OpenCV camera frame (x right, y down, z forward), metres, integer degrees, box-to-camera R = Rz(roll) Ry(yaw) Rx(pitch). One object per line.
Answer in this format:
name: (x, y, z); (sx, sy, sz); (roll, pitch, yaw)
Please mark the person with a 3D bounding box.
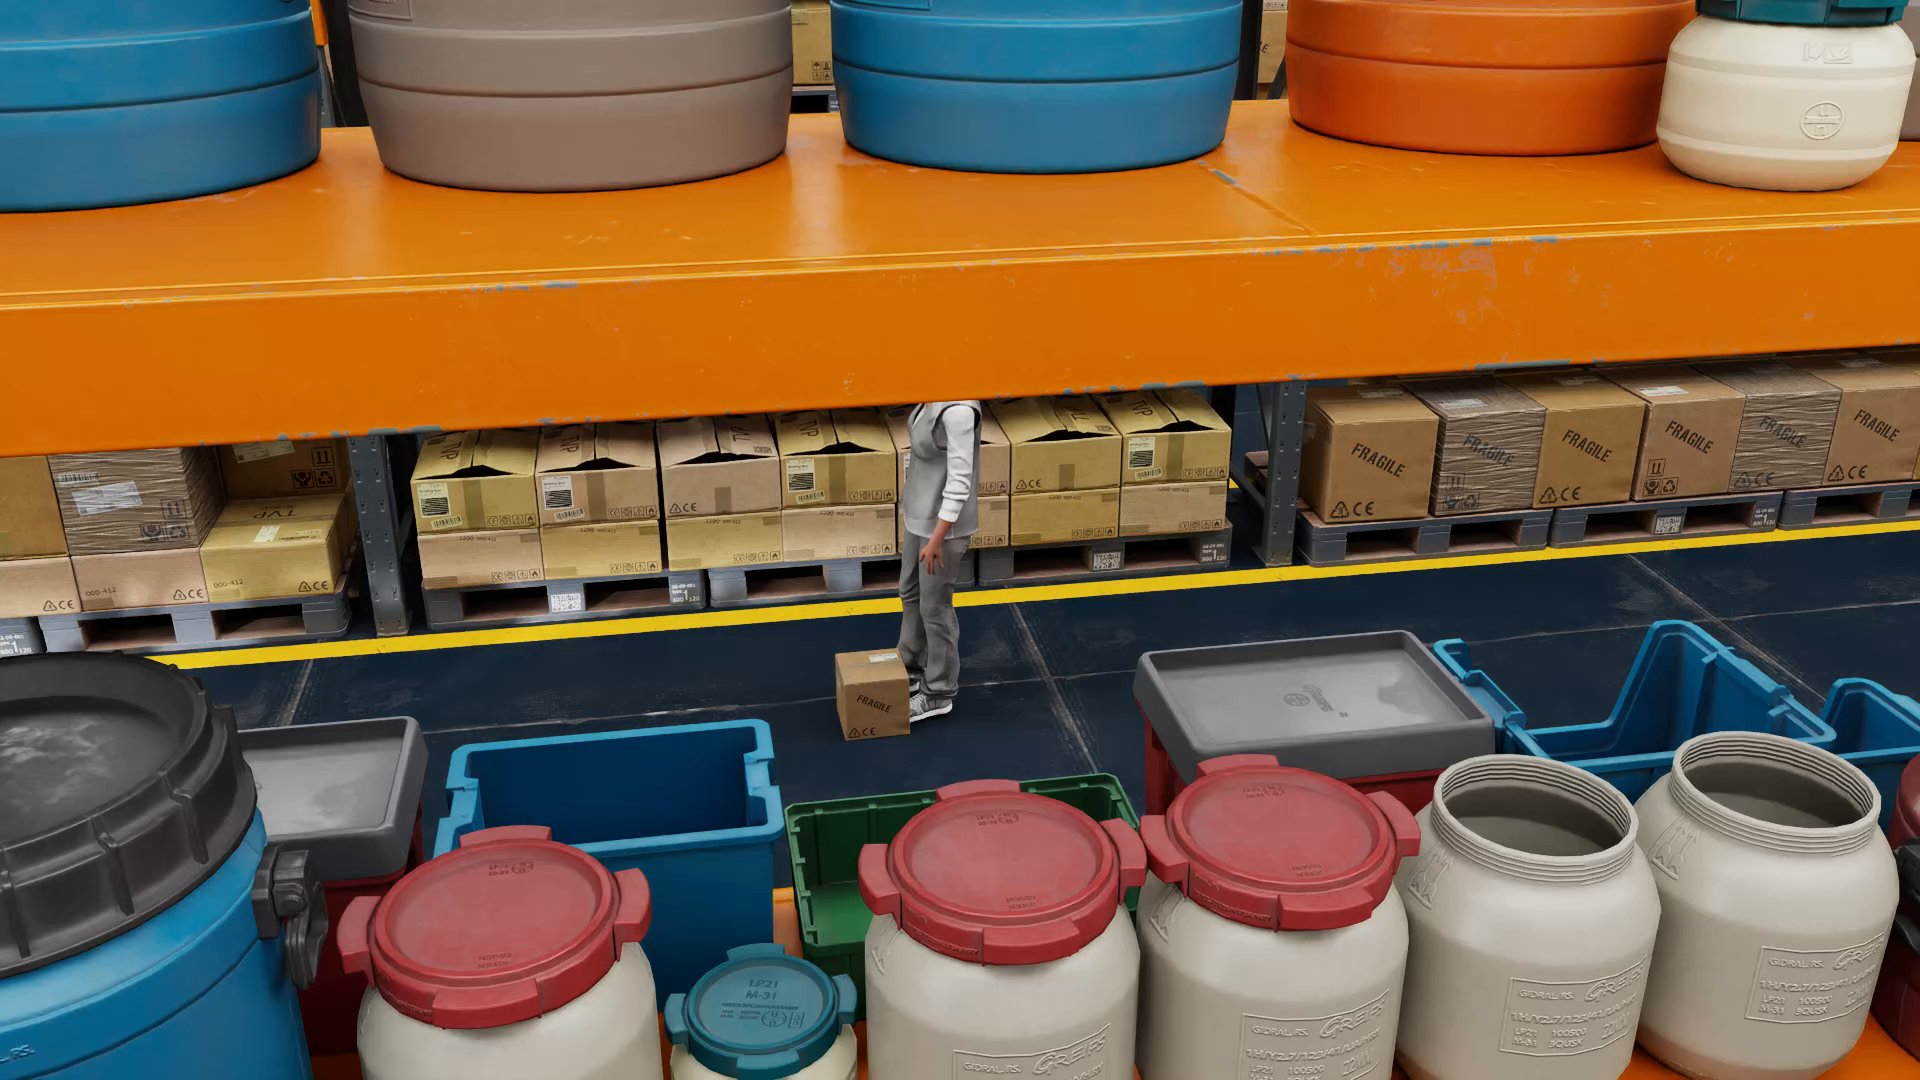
person: (-0.162, -0.056, 6.216); (0.473, 1.599, 0.519); (-4, 24, -9)
